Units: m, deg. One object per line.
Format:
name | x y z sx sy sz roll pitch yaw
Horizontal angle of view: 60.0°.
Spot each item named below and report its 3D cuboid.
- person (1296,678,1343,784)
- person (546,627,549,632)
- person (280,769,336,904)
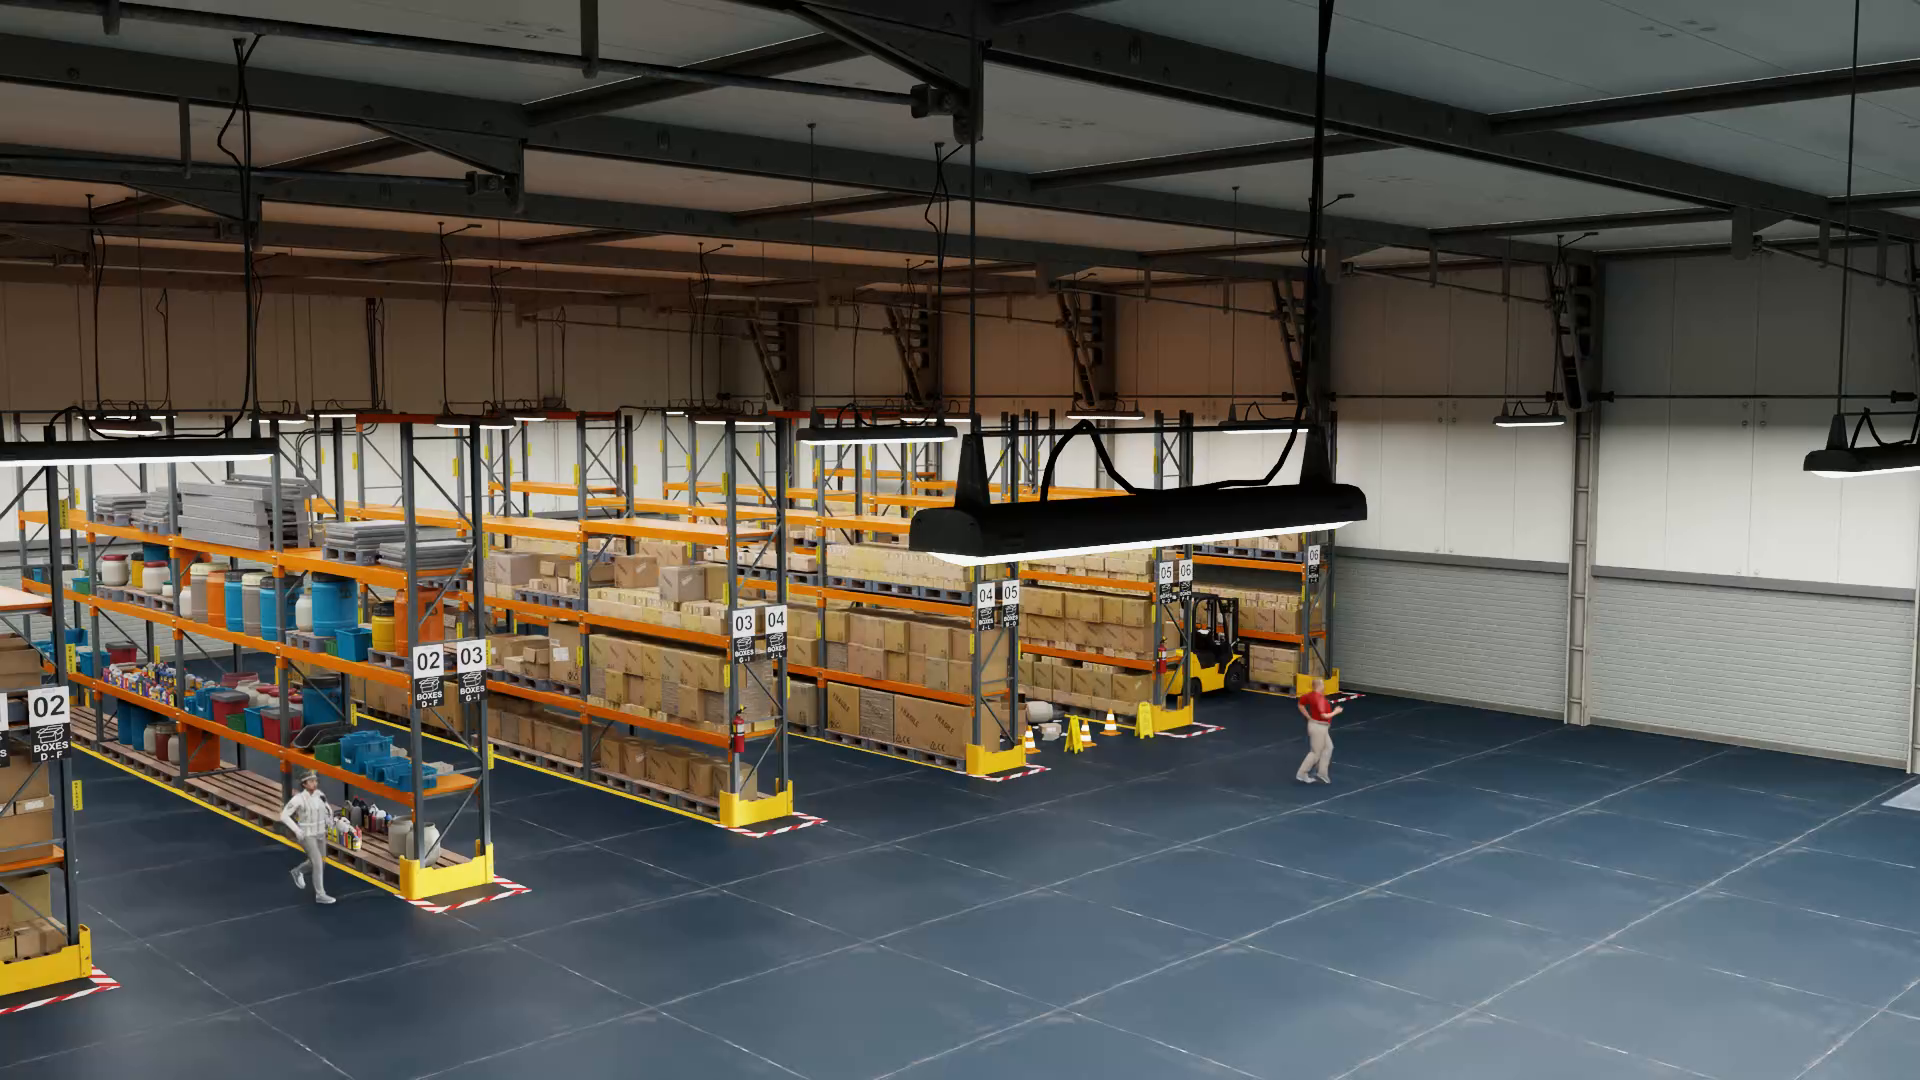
person | 5.824 3.119 27.015 0.754 1.761 0.640 0 5 -3
person | -10.197 1.932 41.705 0.699 1.554 0.564 -4 6 -40
person | -8.147 3.683 20.799 0.832 1.667 0.639 3 6 28
